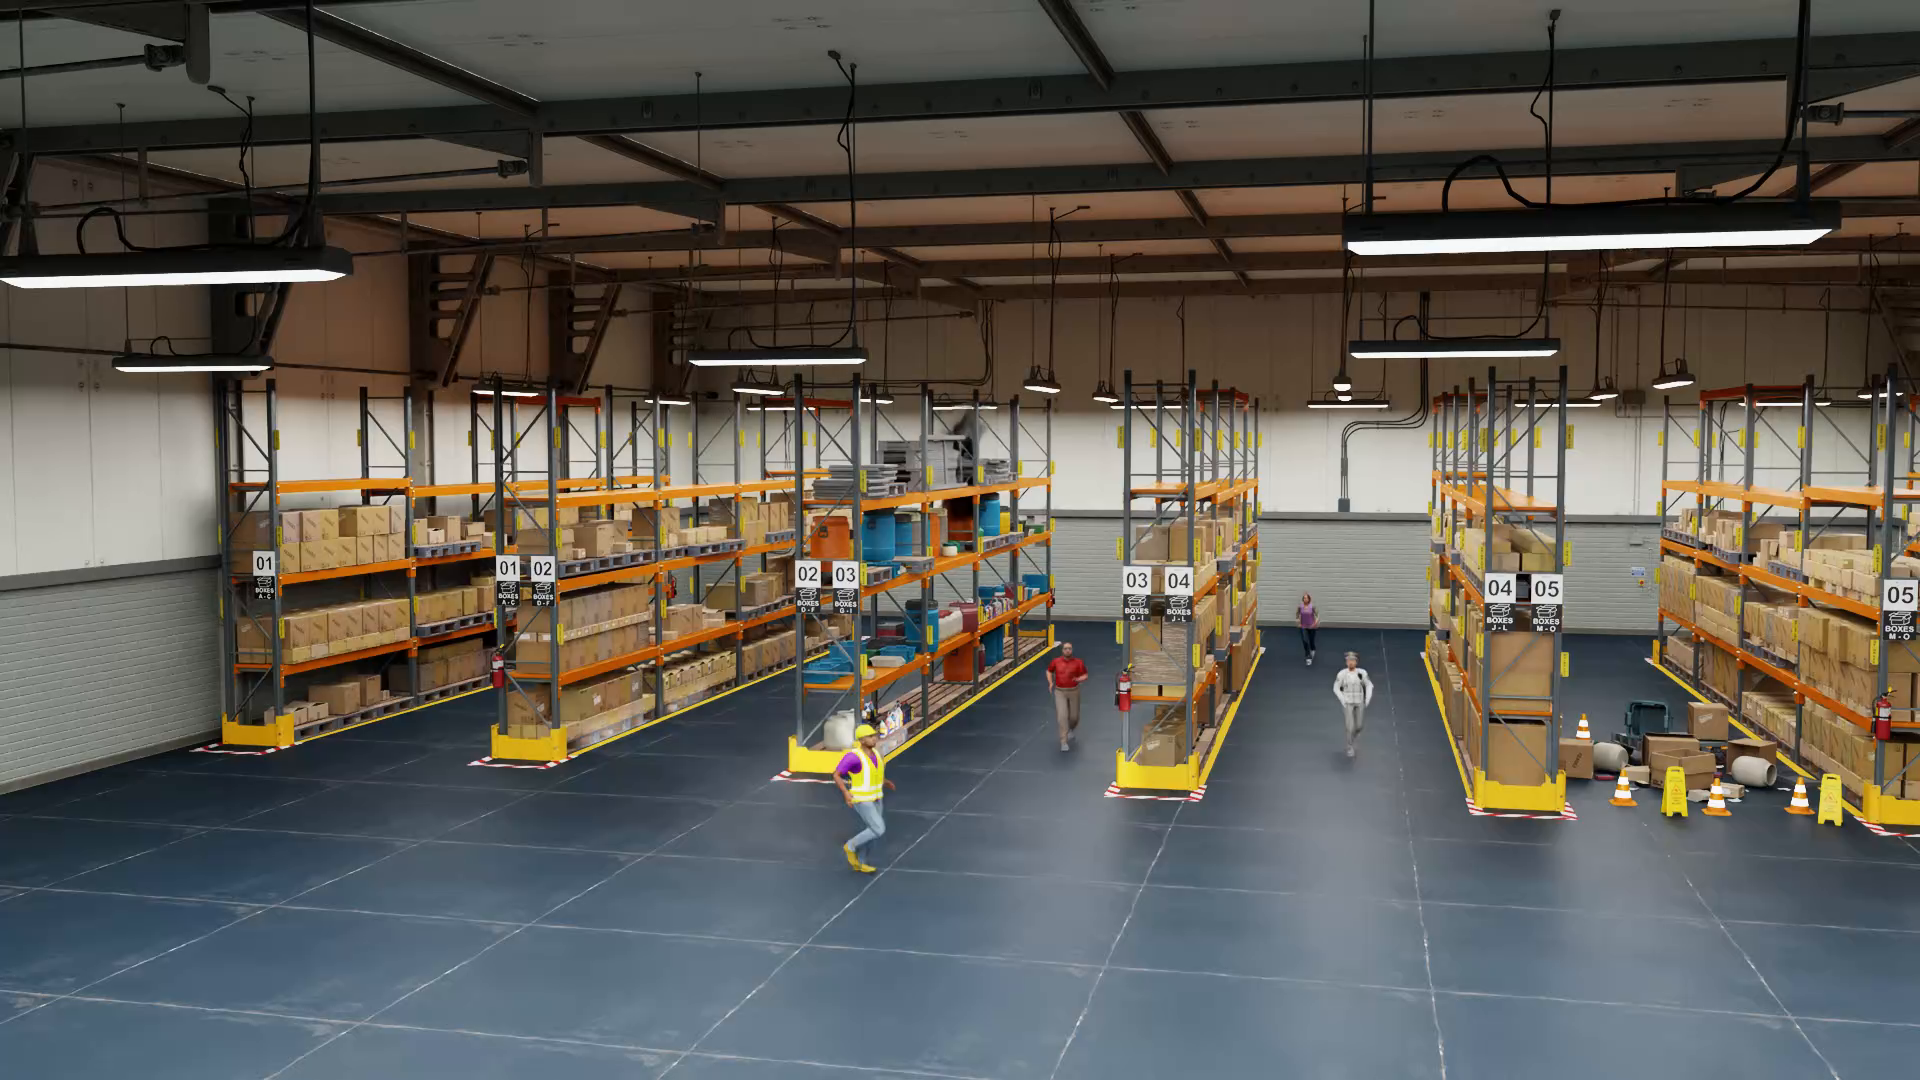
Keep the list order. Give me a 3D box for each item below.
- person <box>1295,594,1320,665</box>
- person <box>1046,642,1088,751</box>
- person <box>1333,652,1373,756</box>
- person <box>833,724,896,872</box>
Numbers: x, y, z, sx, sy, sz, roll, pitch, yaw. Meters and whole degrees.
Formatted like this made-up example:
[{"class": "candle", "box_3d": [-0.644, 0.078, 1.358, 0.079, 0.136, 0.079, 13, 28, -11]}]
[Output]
[{"class": "person", "box_3d": [7.814, 1.983, 37.410, 0.555, 1.579, 0.709, 1, 4, 17]}, {"class": "person", "box_3d": [1.741, 2.514, 27.028, 0.672, 1.700, 0.953, 0, 3, 0]}, {"class": "person", "box_3d": [6.240, 2.598, 26.382, 0.624, 1.663, 0.455, 1, 3, 9]}, {"class": "person", "box_3d": [-1.040, 2.986, 19.151, 0.583, 1.720, 0.695, 2, 4, 32]}]
